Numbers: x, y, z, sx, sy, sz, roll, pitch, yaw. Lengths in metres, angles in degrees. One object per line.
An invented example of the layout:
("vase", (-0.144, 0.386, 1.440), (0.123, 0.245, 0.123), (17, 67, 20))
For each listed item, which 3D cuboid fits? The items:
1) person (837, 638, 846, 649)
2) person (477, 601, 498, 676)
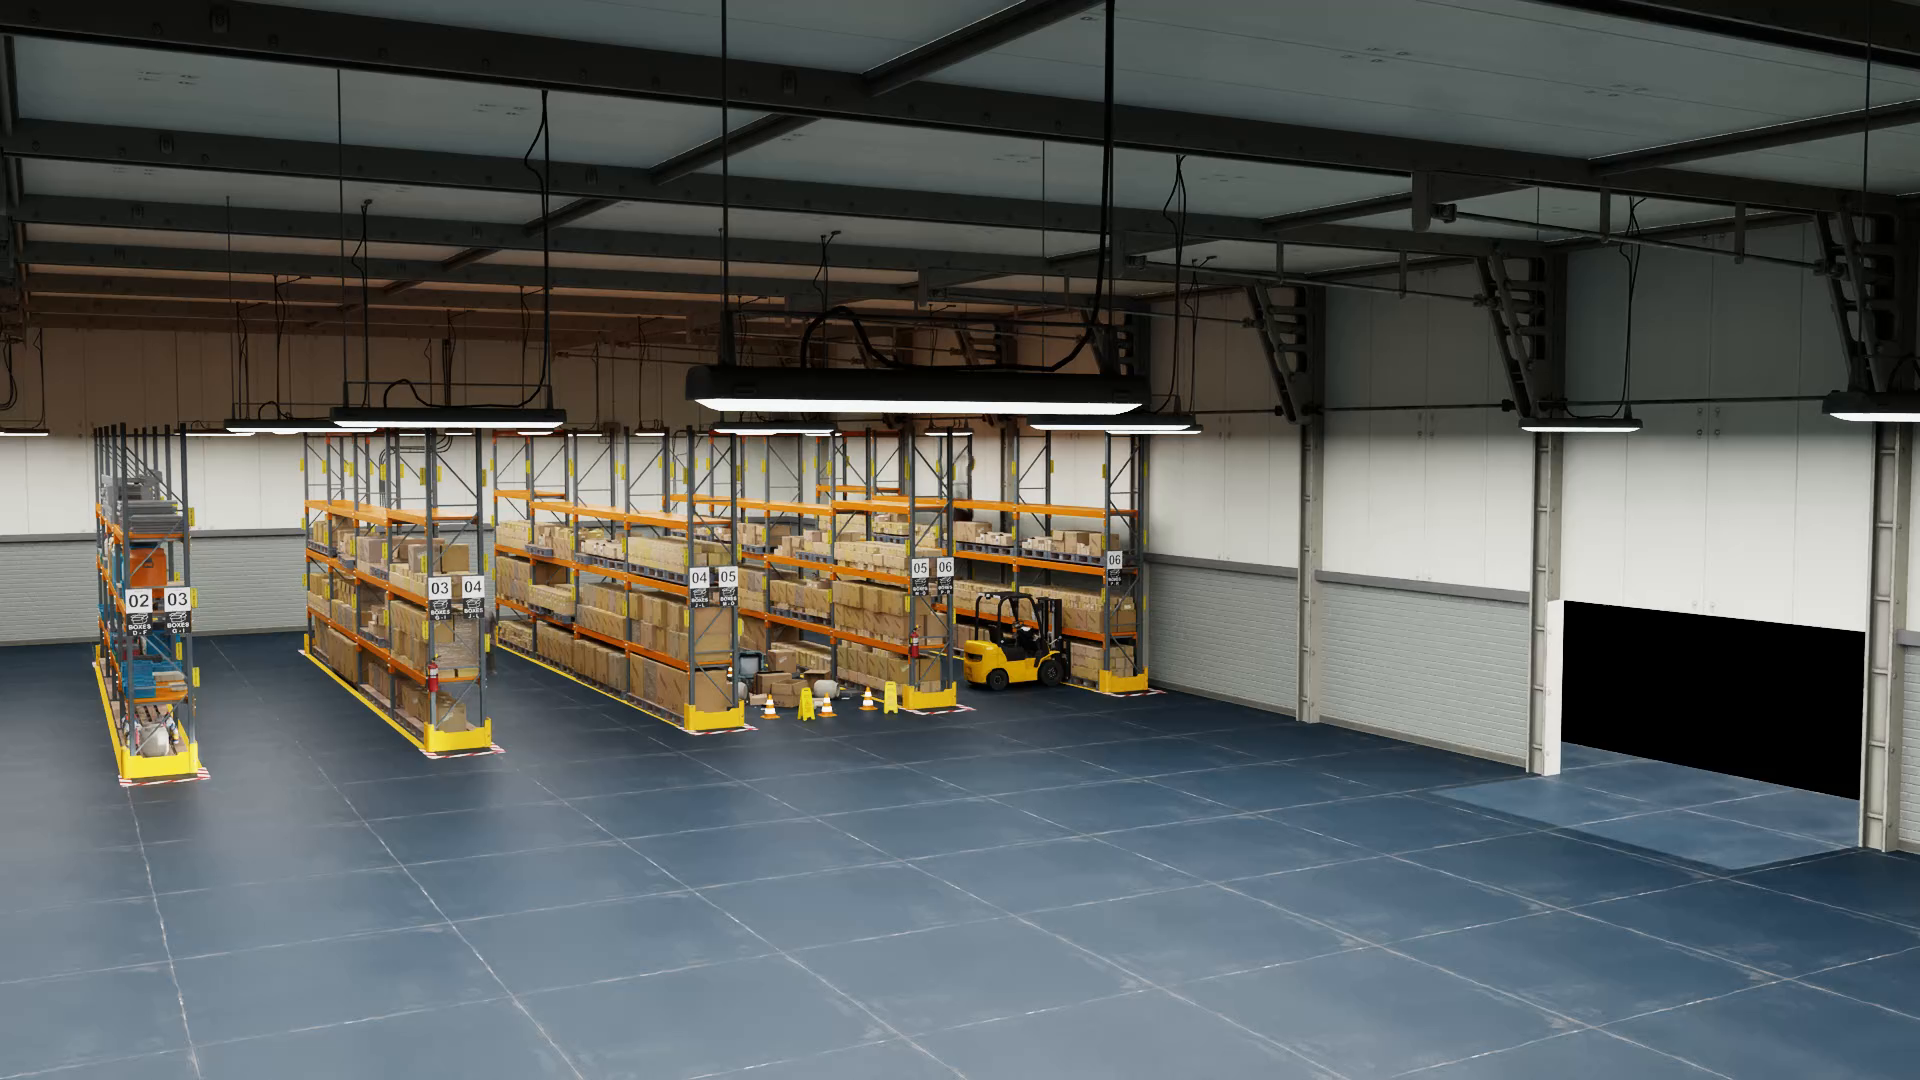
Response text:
("person", (-3.151, 2.264, 43.551), (0.673, 1.735, 0.814), (-2, 4, -35))
("person", (-11.510, 2.386, 40.265), (0.709, 1.728, 1.034), (-3, 4, -39))
